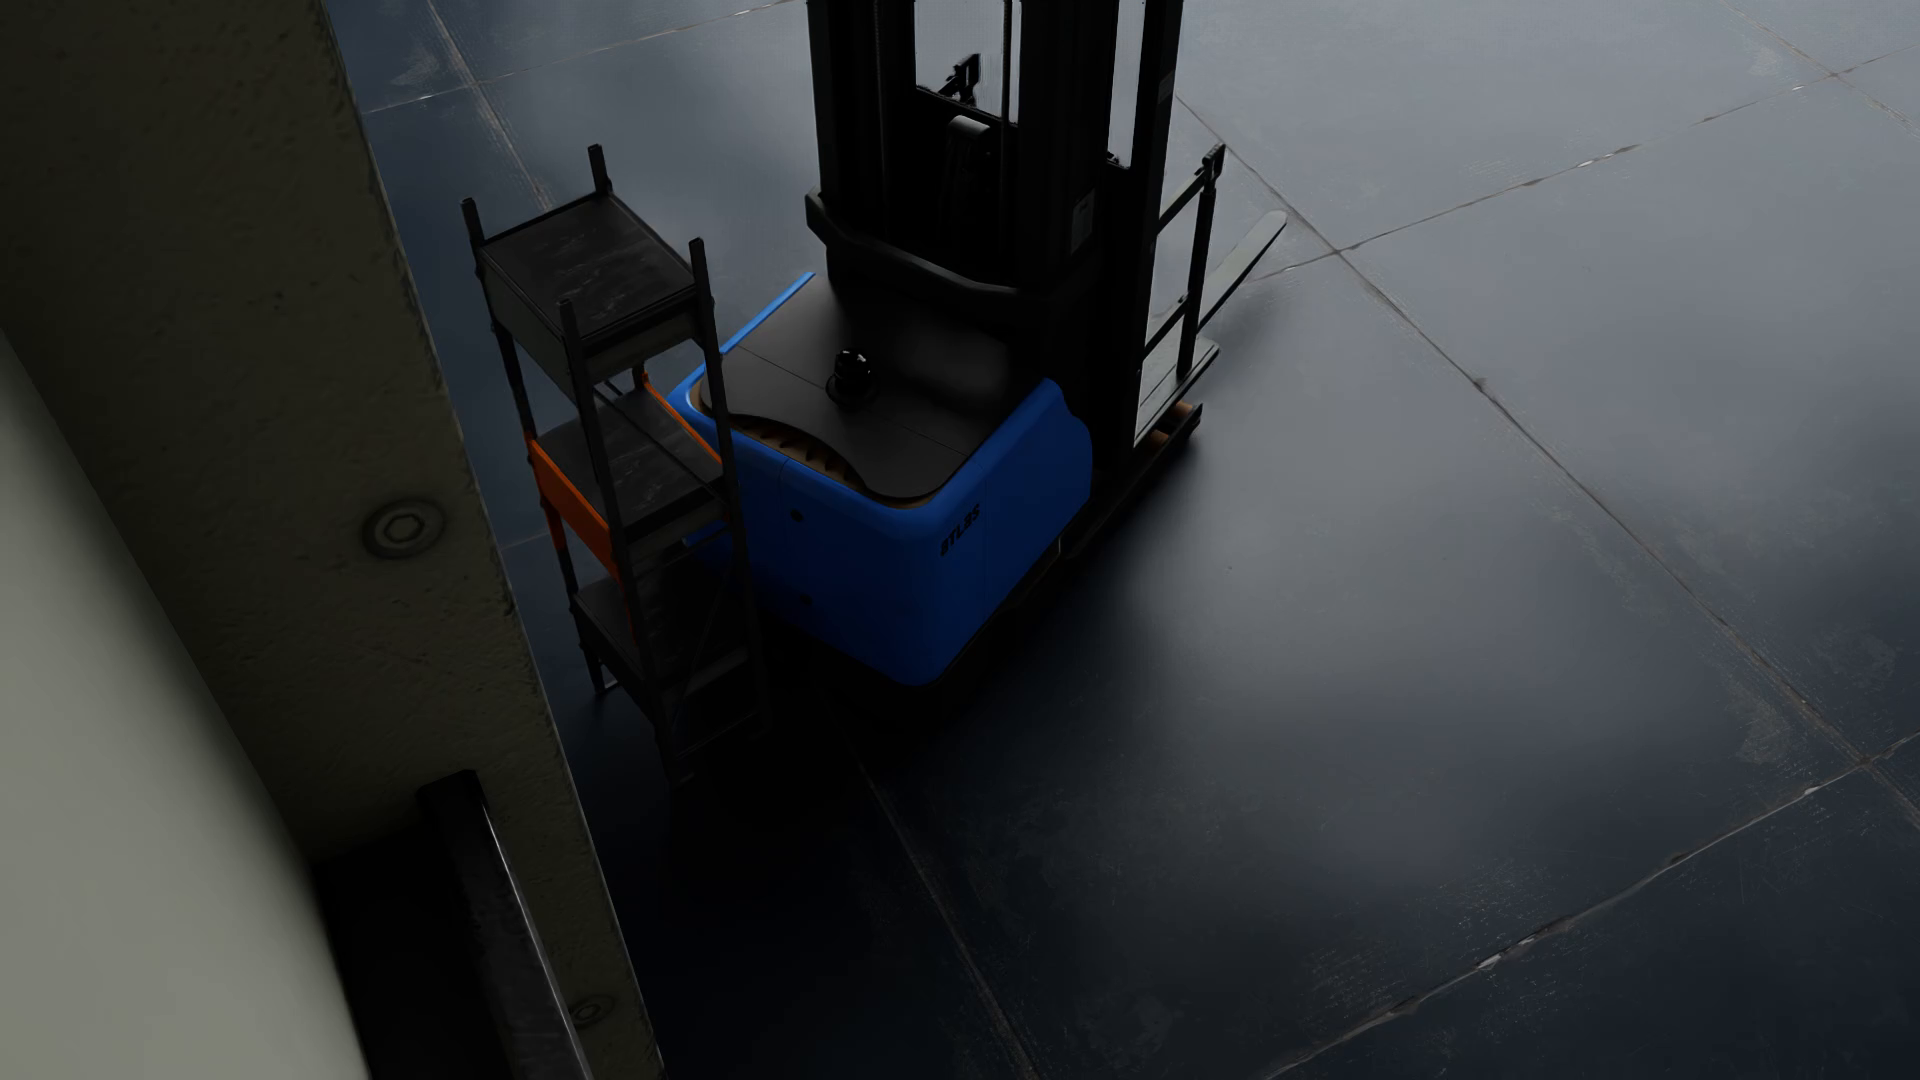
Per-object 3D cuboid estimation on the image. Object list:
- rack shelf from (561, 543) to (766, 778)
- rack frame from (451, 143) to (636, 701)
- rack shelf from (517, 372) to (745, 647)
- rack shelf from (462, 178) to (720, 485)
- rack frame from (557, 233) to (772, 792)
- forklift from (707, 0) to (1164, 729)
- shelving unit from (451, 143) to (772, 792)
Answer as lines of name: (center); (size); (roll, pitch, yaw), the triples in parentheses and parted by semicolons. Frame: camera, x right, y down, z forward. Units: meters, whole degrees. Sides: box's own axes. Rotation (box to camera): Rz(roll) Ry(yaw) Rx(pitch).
rack shelf: (-0.955, 0.370, 5.443); (0.431, 0.518, 0.480); (-33, 57, -26)
rack frame: (-1.115, -0.238, 5.027); (0.400, 2.100, 0.015); (-33, 57, -26)
rack shelf: (-0.955, -0.090, 4.916); (0.431, 0.518, 0.480); (-33, 57, -26)
rack shelf: (-0.955, -0.551, 4.389); (0.431, 0.518, 0.480); (-33, 57, -26)
rack frame: (-0.794, 0.039, 4.785); (0.400, 2.100, 0.015); (-33, 57, -26)
forklift: (0.127, -1.468, 5.551); (1.130, 2.935, 3.031); (13, 50, 11)
shelving unit: (-0.955, -0.099, 4.906); (0.431, 2.100, 0.503); (-33, 57, -26)
